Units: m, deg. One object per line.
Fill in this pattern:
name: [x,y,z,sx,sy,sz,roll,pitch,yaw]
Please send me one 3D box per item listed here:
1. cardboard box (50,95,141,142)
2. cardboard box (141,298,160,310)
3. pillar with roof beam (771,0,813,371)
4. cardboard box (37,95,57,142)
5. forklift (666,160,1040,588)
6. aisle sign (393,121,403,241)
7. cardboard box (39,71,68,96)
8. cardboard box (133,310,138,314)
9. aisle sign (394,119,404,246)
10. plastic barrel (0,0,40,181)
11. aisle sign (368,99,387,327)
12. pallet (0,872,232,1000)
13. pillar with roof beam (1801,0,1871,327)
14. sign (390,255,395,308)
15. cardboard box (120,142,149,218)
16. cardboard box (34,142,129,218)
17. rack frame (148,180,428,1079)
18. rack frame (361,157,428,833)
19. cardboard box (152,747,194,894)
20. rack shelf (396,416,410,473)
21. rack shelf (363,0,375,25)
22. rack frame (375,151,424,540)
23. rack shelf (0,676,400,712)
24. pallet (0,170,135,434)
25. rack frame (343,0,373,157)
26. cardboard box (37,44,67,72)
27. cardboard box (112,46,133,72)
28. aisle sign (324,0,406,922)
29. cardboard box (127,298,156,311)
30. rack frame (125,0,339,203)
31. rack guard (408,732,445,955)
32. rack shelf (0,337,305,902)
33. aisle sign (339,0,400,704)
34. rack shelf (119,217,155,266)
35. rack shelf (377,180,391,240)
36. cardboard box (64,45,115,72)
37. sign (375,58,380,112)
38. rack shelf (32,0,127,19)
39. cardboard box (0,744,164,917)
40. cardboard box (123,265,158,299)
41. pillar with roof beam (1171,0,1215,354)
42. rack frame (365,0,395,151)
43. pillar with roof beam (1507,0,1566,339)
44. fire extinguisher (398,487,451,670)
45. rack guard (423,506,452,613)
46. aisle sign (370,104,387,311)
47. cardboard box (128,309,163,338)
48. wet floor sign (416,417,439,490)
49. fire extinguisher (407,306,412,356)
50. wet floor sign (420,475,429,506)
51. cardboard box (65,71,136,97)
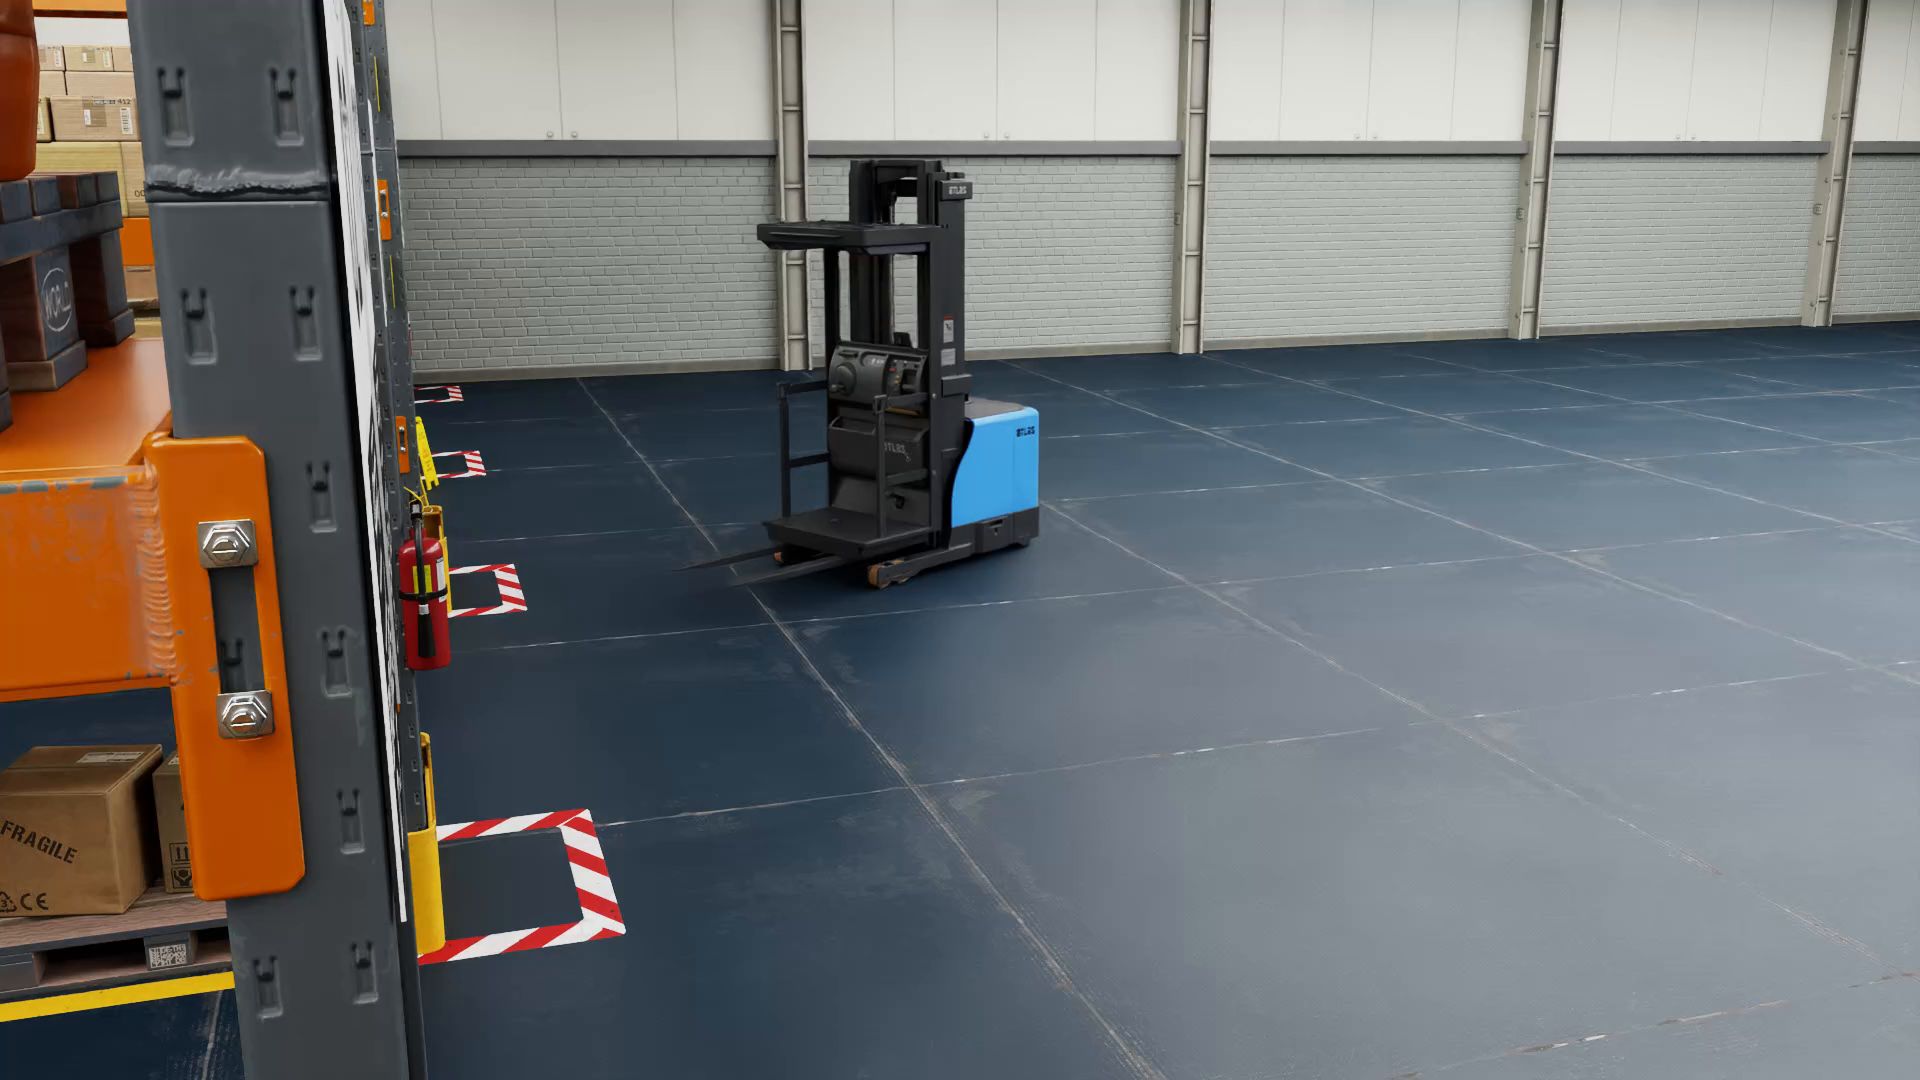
cardboard box: [-2.945,-1.441,5.698,0.250,0.149,0.380,-5,14,-21]
cardboard box: [-2.881,-0.686,6.526,0.500,0.500,0.500,-4,14,-18]
pillar with roof beam: [-0.908,-5.812,18.133,0.400,9.000,9.100,-4,14,-18]
cardboard box: [-3.175,-1.417,5.598,0.250,0.149,0.380,-4,14,-18]
forklift: [-0.742,-1.218,11.931,1.130,2.935,3.031,12,18,41]
aisle sign: [-3.787,-2.418,11.209,0.004,0.787,0.394,-4,14,-18]
cardboard box: [-5.562,-2.658,9.912,0.500,0.250,0.500,-4,14,-18]
cardboard box: [-3.187,-0.534,5.886,0.500,0.500,0.500,-4,14,-18]
aisle sign: [-3.596,-2.287,10.656,0.004,0.787,0.394,-4,14,-18]
plastic barrel: [-1.113,-0.710,1.326,0.708,0.830,0.600,-4,14,-18]
aisle sign: [-2.118,-1.191,6.048,0.004,0.787,0.394,-4,14,-18]
pallet: [-3.126,1.427,6.686,1.213,0.211,1.003,-4,14,-18]
pillar with roof beam: [16.152,-7.141,23.718,0.400,9.000,9.100,-4,14,-18]
sign: [-3.599,-1.641,10.545,0.005,0.325,0.100,-4,14,-18]
cardboard box: [-2.649,-1.282,5.893,0.500,0.250,0.500,-4,14,-17]
cardboard box: [-3.121,-1.245,5.735,0.500,0.250,0.500,-4,14,-18]
rack frame: [-0.693,1.099,2.040,0.127,3.000,1.000,-4,14,-18]
rack frame: [-2.273,0.013,6.607,0.127,3.000,1.000,-4,14,-18]
cardboard box: [-2.870,1.067,6.669,0.500,0.500,0.500,-2,14,-8]
rack shelf: [-5.654,-0.585,10.674,4.000,0.370,1.077,-4,14,-18]
rack shelf: [-5.654,-3.309,10.026,4.000,0.370,1.077,-4,14,-18]
rack frame: [-3.759,-1.082,11.211,0.127,3.000,1.000,-4,14,-18]
rack shelf: [-4.168,0.510,6.069,4.000,0.370,1.077,-4,14,-18]
pallet: [-1.508,-0.229,1.548,1.213,0.211,1.003,-4,14,-18]
rack frame: [-2.273,-2.906,5.912,0.127,3.000,1.000,-4,14,-18]
cardboard box: [-5.415,-2.848,9.850,0.250,0.149,0.380,-4,14,-18]
cardboard box: [-4.932,-2.886,10.010,0.250,0.149,0.380,-4,14,-18]
aisle sign: [-0.530,-0.106,1.487,0.004,0.787,0.394,-4,14,-18]
cardboard box: [-3.357,-0.651,6.377,0.500,0.500,0.500,-4,14,-18]
rack frame: [-0.693,-1.819,1.345,0.127,3.000,1.000,-4,14,-18]
rack guard: [-2.345,1.235,6.872,0.348,0.500,1.175,-4,14,-18]
rack shelf: [-2.589,0.137,1.155,4.000,0.370,1.077,-4,14,-18]
aisle sign: [-0.718,-0.235,2.031,0.004,0.787,0.394,-4,14,-18]
rack shelf: [-4.168,-0.949,5.722,4.000,0.370,1.077,-4,14,-18]
rack shelf: [-5.654,-2.044,10.327,4.000,0.370,1.077,-4,14,-18]
cardboard box: [-5.175,-2.867,9.929,0.250,0.149,0.380,-5,14,-19]
sign: [-3.599,-2.814,10.266,0.005,0.325,0.100,-4,14,-18]
rack shelf: [-7.329,-4.580,14.513,4.000,0.370,1.077,-4,14,-18]
cardboard box: [-3.425,1.119,6.452,0.500,0.500,0.500,-1,13,-3]
cardboard box: [-5.189,-1.589,10.685,0.550,0.550,0.875,-4,14,-18]
pillar with roof beam: [4.779,-6.255,19.994,0.400,9.000,9.100,-4,14,-18]
rack frame: [-3.759,-4.001,10.517,0.127,3.000,1.000,-4,14,-18]
pillar with roof beam: [10.466,-6.698,21.856,0.400,9.000,9.100,-4,14,-18]
fire extinguisher: [-2.017,0.143,6.226,0.183,0.674,0.296,-4,14,-18]
rack guard: [-3.736,0.132,11.508,0.348,0.500,1.175,-4,14,-18]
aisle sign: [-2.310,-1.322,6.602,0.004,0.787,0.394,-4,14,-18]
cardboard box: [-2.715,-0.572,6.046,0.500,0.500,0.500,-4,14,-18]
wet floor sign: [-4.912,-0.795,15.089,0.232,0.644,0.267,0,13,1]
fire extinguisher: [-5.178,-2.030,15.364,0.183,0.674,0.296,-4,14,-18]
wet floor sign: [-4.363,-0.373,13.318,0.232,0.644,0.267,-7,15,-28]
cardboard box: [-5.084,-2.695,10.068,0.500,0.250,0.500,-5,14,-18]
